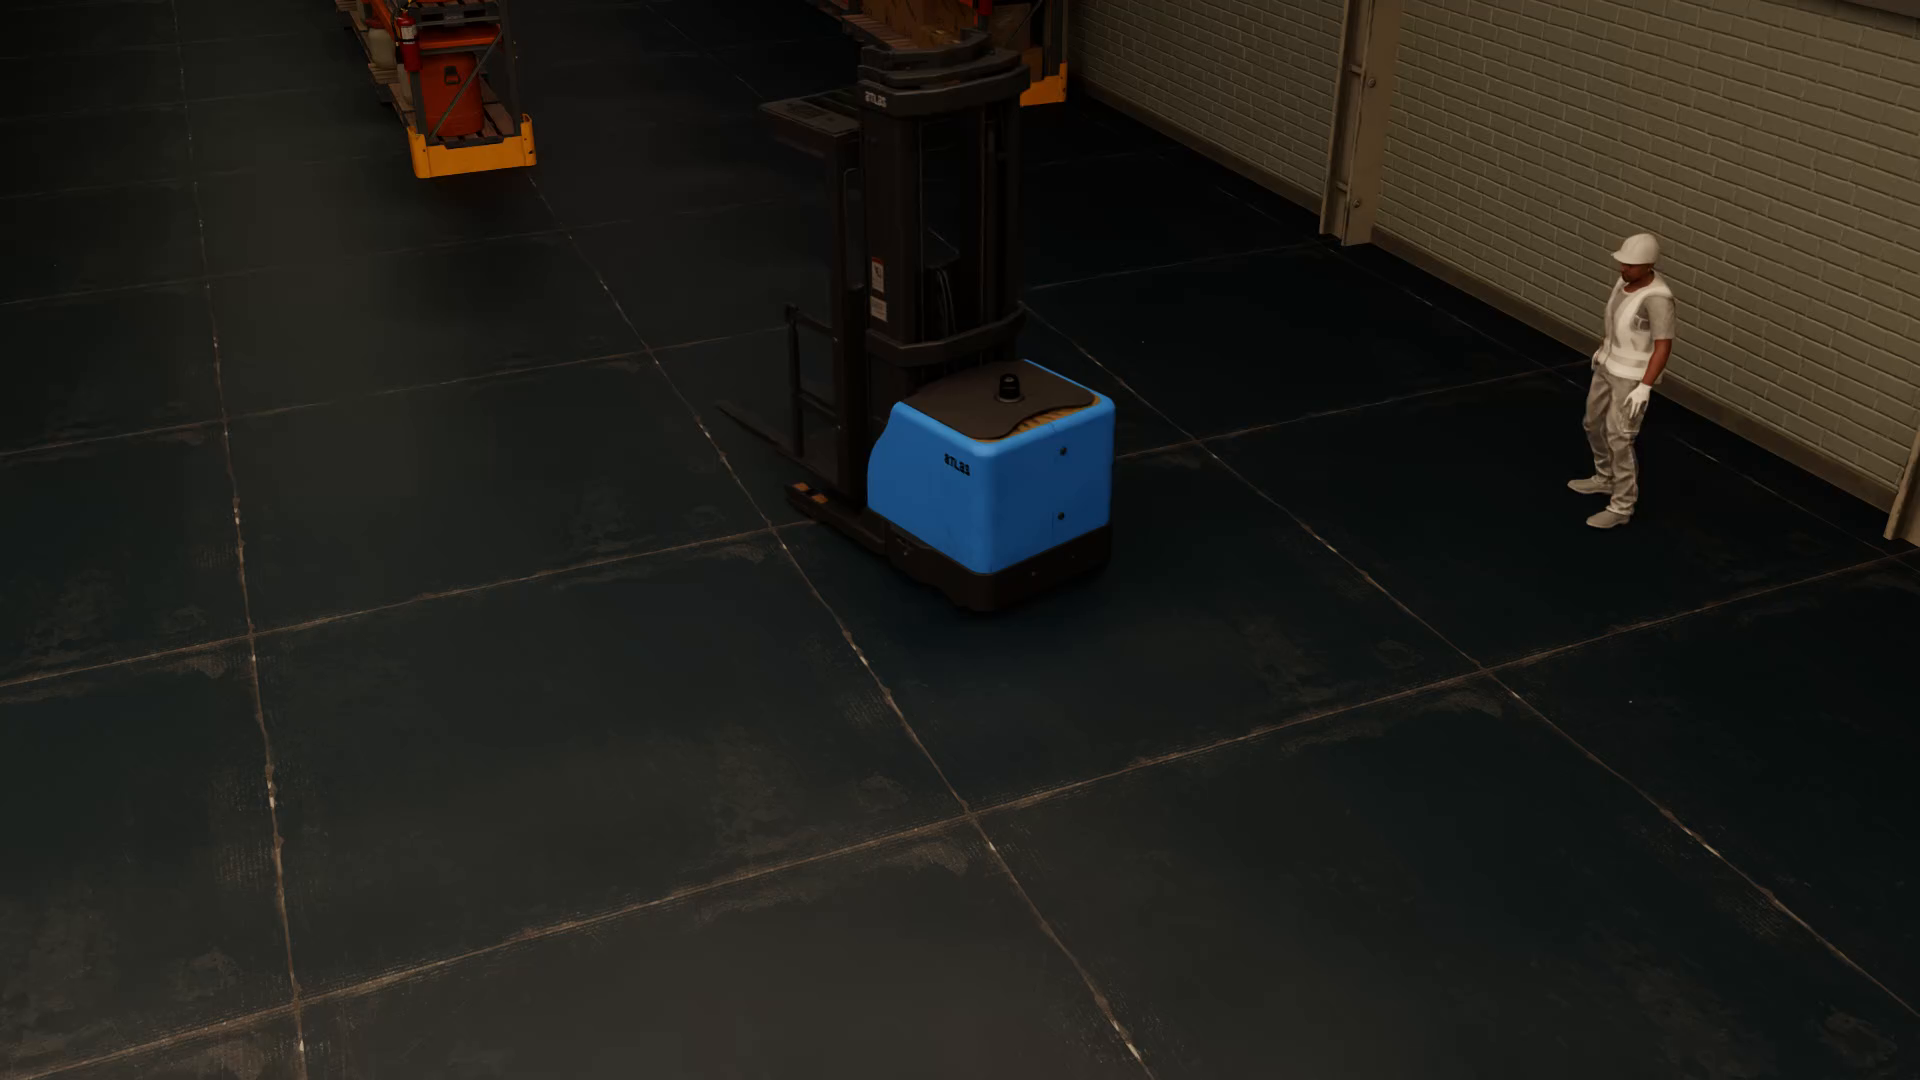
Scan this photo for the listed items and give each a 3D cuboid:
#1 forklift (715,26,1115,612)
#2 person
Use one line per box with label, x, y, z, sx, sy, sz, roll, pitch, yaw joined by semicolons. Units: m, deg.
forklift;-0.440;-1.532;9.799;1.130;2.935;3.031;-22;37;-34
person;4.014;-1.012;10.077;0.417;1.755;0.811;-3;30;-5
